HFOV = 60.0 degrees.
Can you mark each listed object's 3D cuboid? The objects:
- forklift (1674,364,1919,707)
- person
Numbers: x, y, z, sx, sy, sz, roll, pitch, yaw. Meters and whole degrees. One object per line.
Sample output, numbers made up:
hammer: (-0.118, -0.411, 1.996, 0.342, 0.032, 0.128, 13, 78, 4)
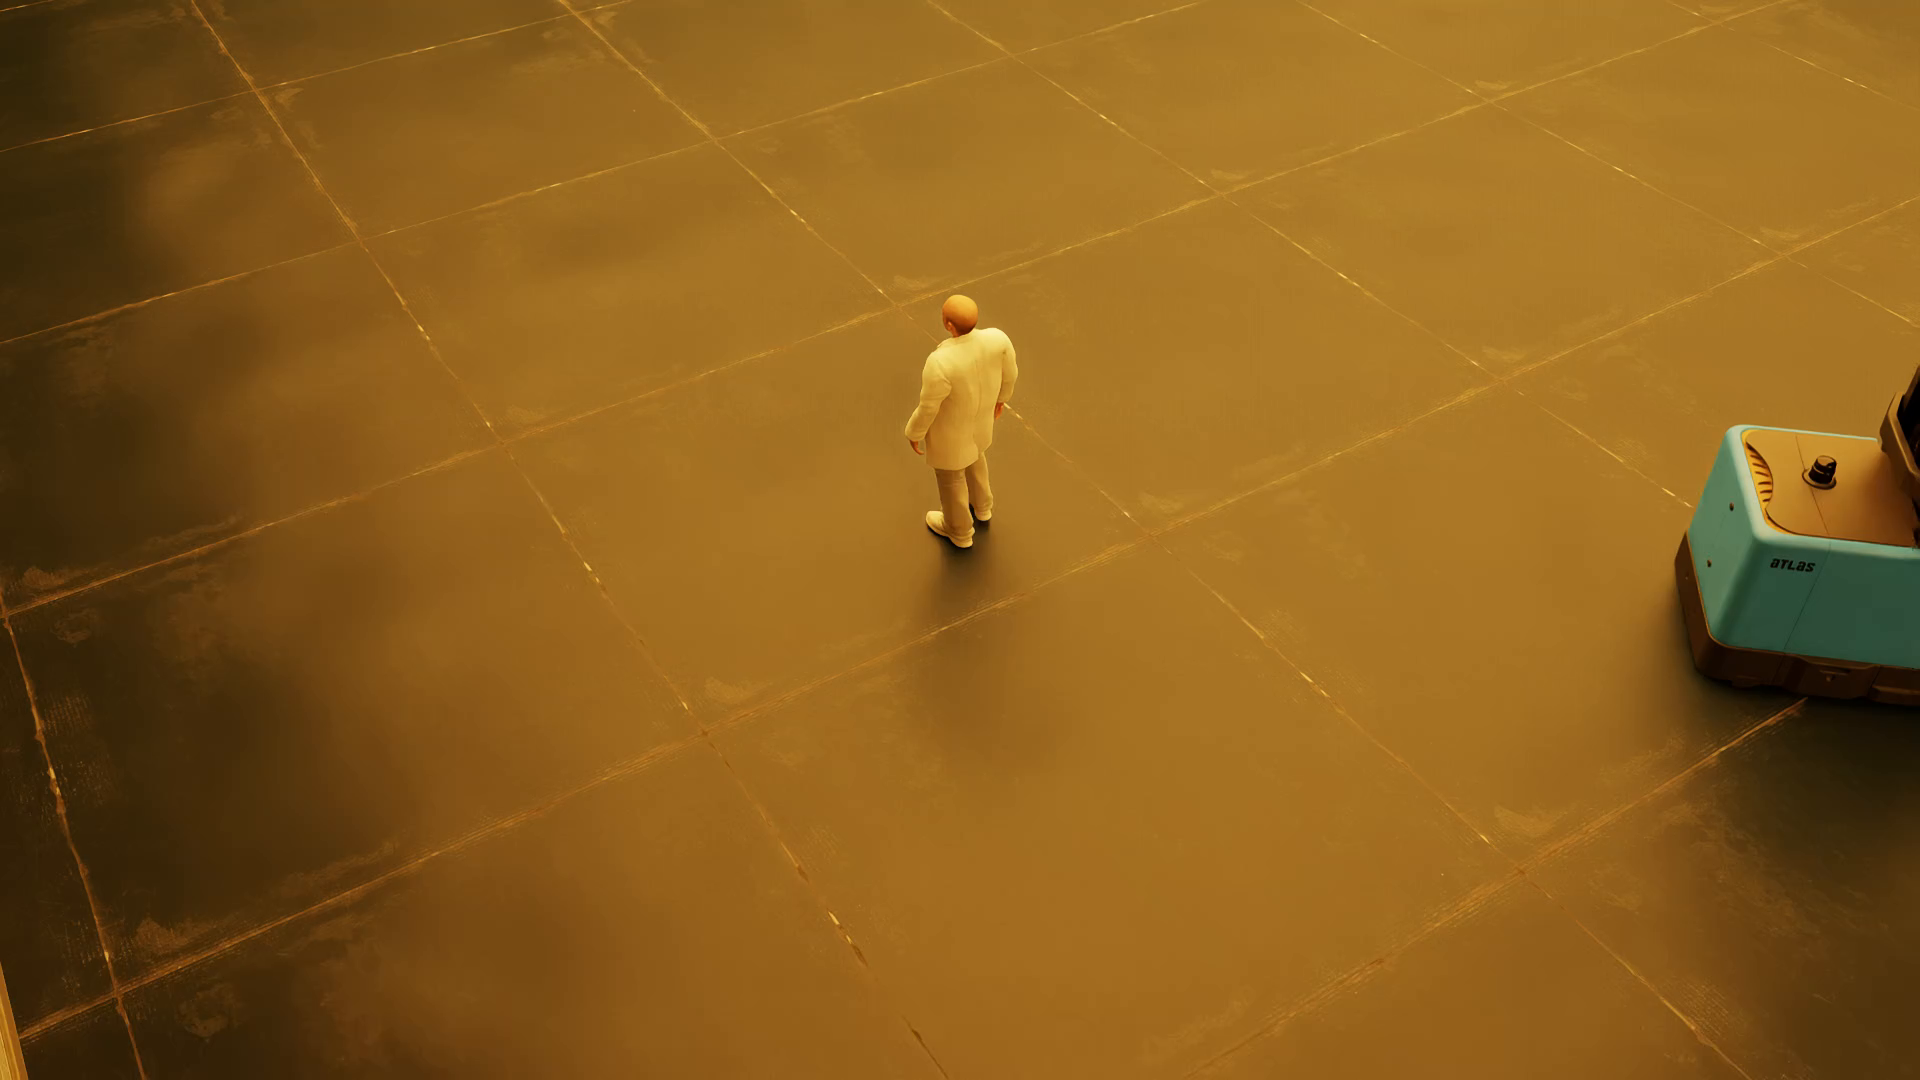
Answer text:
forklift: (5.638, -0.461, 8.399, 3.031, 2.935, 1.130, 7, 42, 8)
person: (-0.045, -0.727, 9.568, 0.696, 1.775, 0.582, -23, 46, -24)
